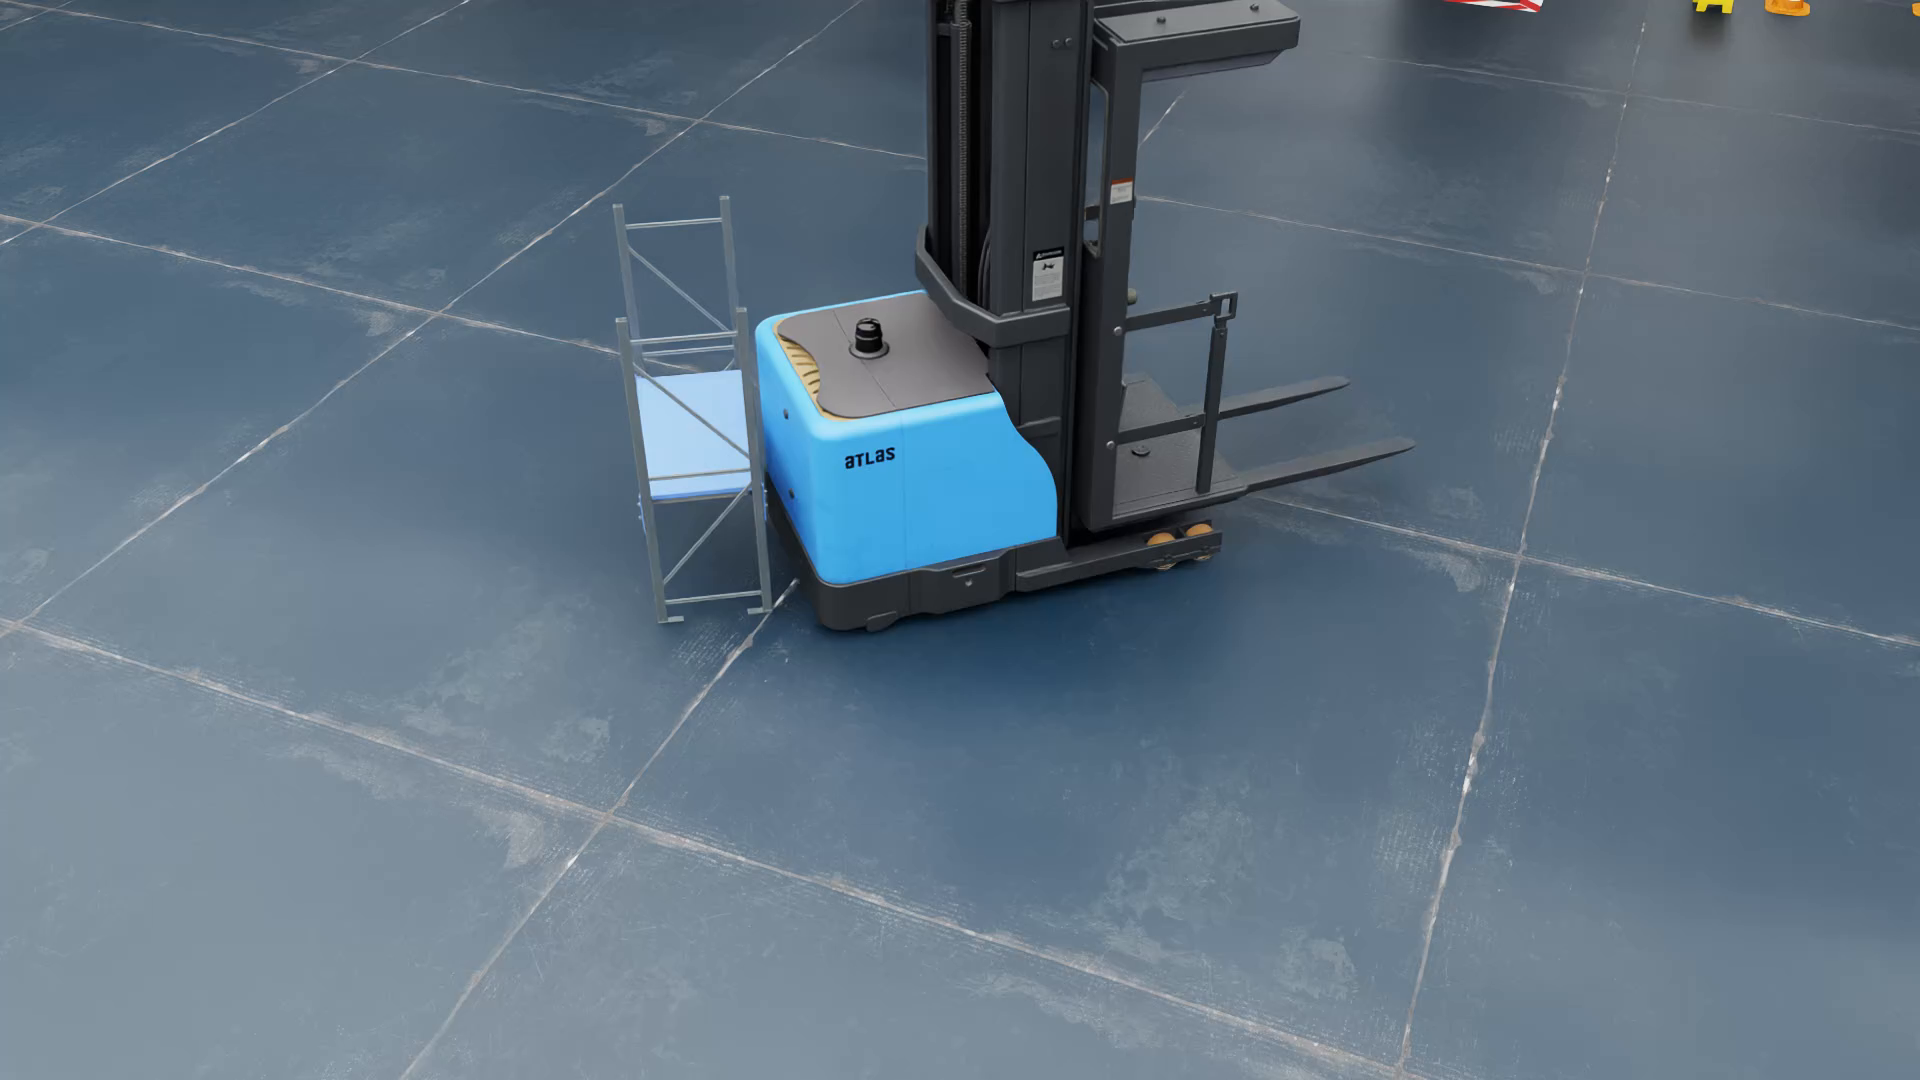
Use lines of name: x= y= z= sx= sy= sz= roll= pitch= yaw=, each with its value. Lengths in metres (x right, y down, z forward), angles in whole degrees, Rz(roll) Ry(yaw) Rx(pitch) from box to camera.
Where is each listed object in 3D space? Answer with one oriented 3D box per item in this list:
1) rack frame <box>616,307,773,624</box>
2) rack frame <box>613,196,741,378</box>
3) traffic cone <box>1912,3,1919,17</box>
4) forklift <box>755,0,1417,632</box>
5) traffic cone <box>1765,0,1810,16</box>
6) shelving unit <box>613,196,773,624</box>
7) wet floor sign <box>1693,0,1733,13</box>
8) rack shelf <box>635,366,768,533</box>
rack frame: x=-1.073 y=-0.268 z=6.855 sx=0.500 sy=1.500 sz=0.032 roll=-6 pitch=37 yaw=-8
rack frame: x=-1.251 y=-0.867 z=7.657 sx=0.500 sy=1.500 sz=0.032 roll=-6 pitch=37 yaw=-8
traffic cone: x=7.893 y=-4.454 z=13.322 sx=0.336 sy=0.463 sz=0.334 roll=14 pitch=39 yaw=18
forklift: x=0.664 y=-1.323 z=7.072 sx=3.031 sy=2.935 sz=1.130 roll=-13 pitch=39 yaw=-16
traffic cone: x=6.737 y=-4.518 z=13.408 sx=0.336 sy=0.463 sz=0.334 roll=14 pitch=39 yaw=18
shelving unit: x=-1.162 y=-0.567 z=7.256 sx=0.538 sy=1.500 sz=1.048 roll=-6 pitch=37 yaw=-8
wet floor sign: x=6.127 y=-4.599 z=13.364 sx=0.267 sy=0.644 sz=0.232 roll=7 pitch=37 yaw=10
rack shelf: x=-1.162 y=-0.423 z=7.364 sx=0.538 sy=0.185 sz=1.000 roll=-6 pitch=37 yaw=-8
